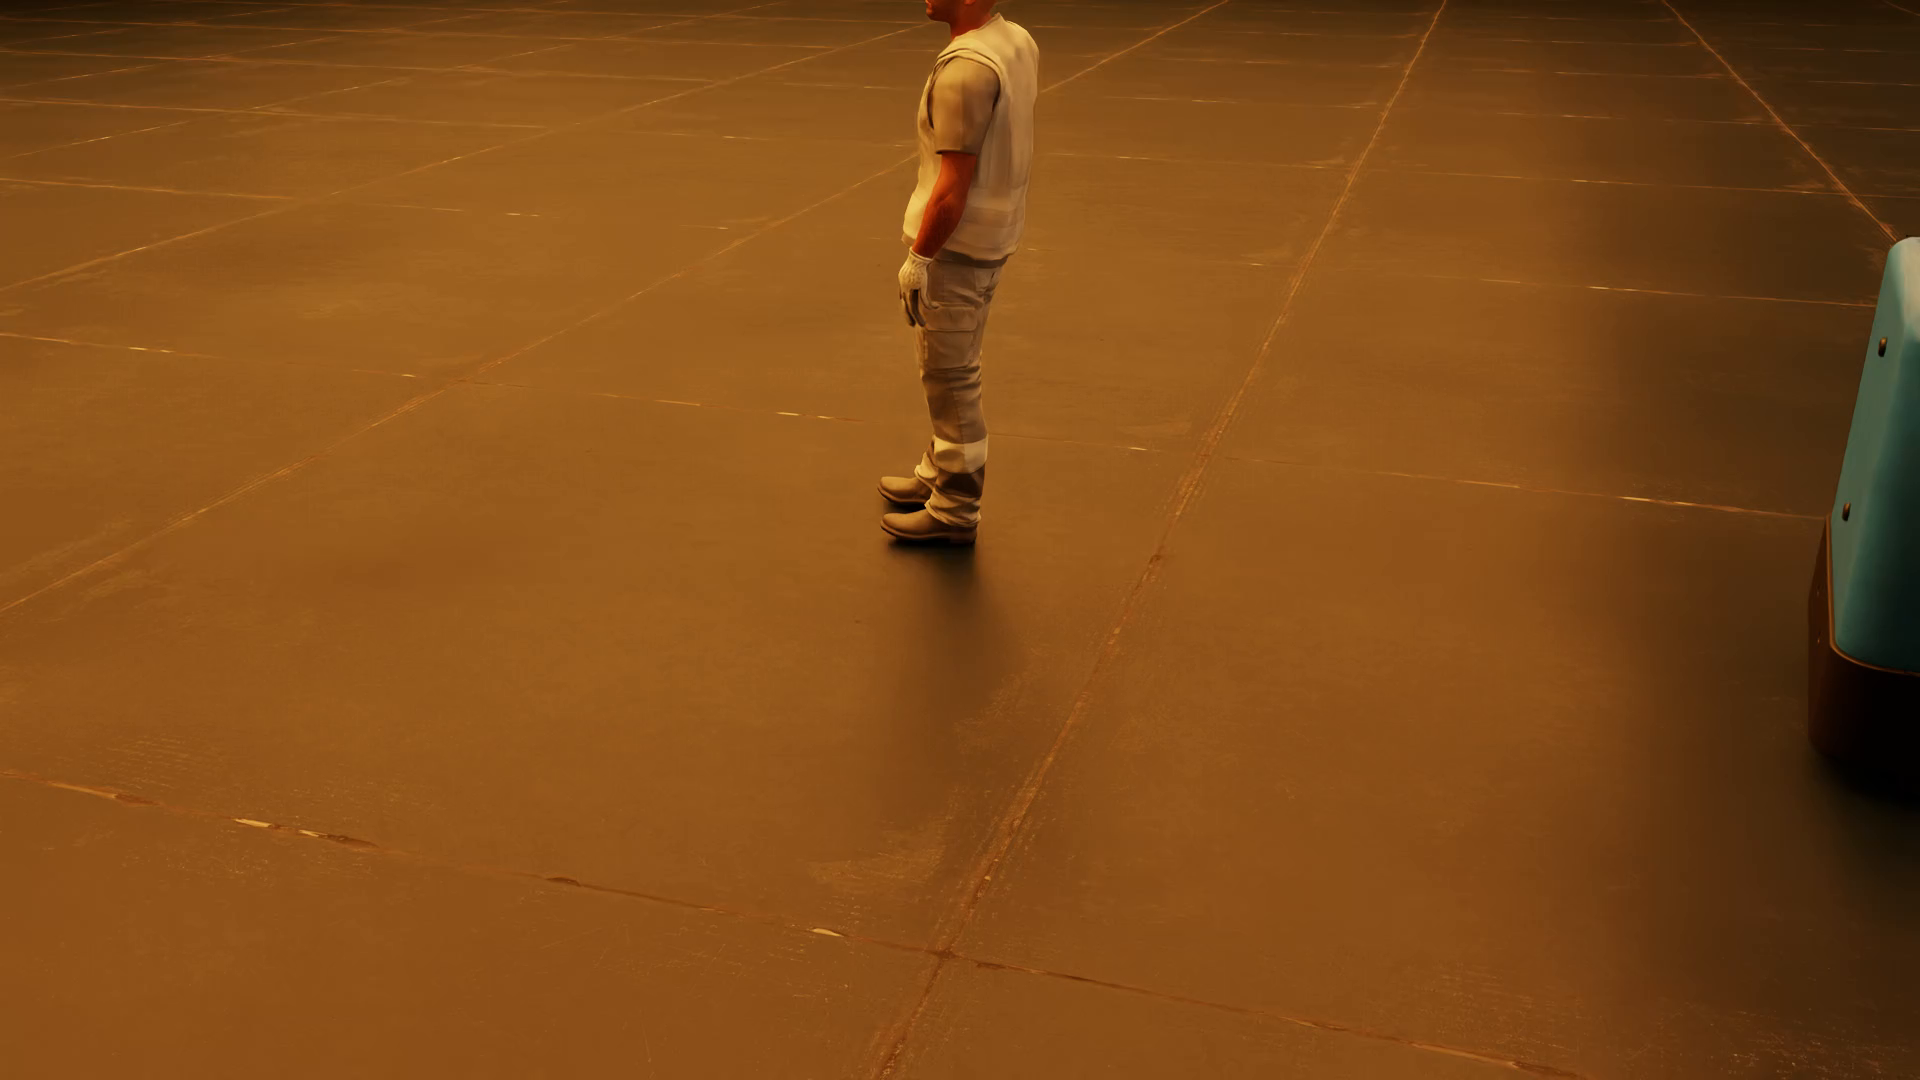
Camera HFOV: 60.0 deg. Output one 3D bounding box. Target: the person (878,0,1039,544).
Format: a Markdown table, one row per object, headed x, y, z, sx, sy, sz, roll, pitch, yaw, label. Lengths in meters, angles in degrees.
| x | y | z | sx | sy | sz | roll | pitch | yaw | label |
| --- | --- | --- | --- | --- | --- | --- | --- | --- | --- |
| -0.074 | -0.847 | 4.809 | 0.562 | 1.790 | 0.637 | 7 | 23 | 16 | person |

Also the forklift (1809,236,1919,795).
| x | y | z | sx | sy | sz | roll | pitch | yaw | label |
| --- | --- | --- | --- | --- | --- | --- | --- | --- | --- |
| 3.508 | -0.735 | 3.060 | 3.031 | 2.935 | 1.130 | 10 | 25 | 23 | forklift |
